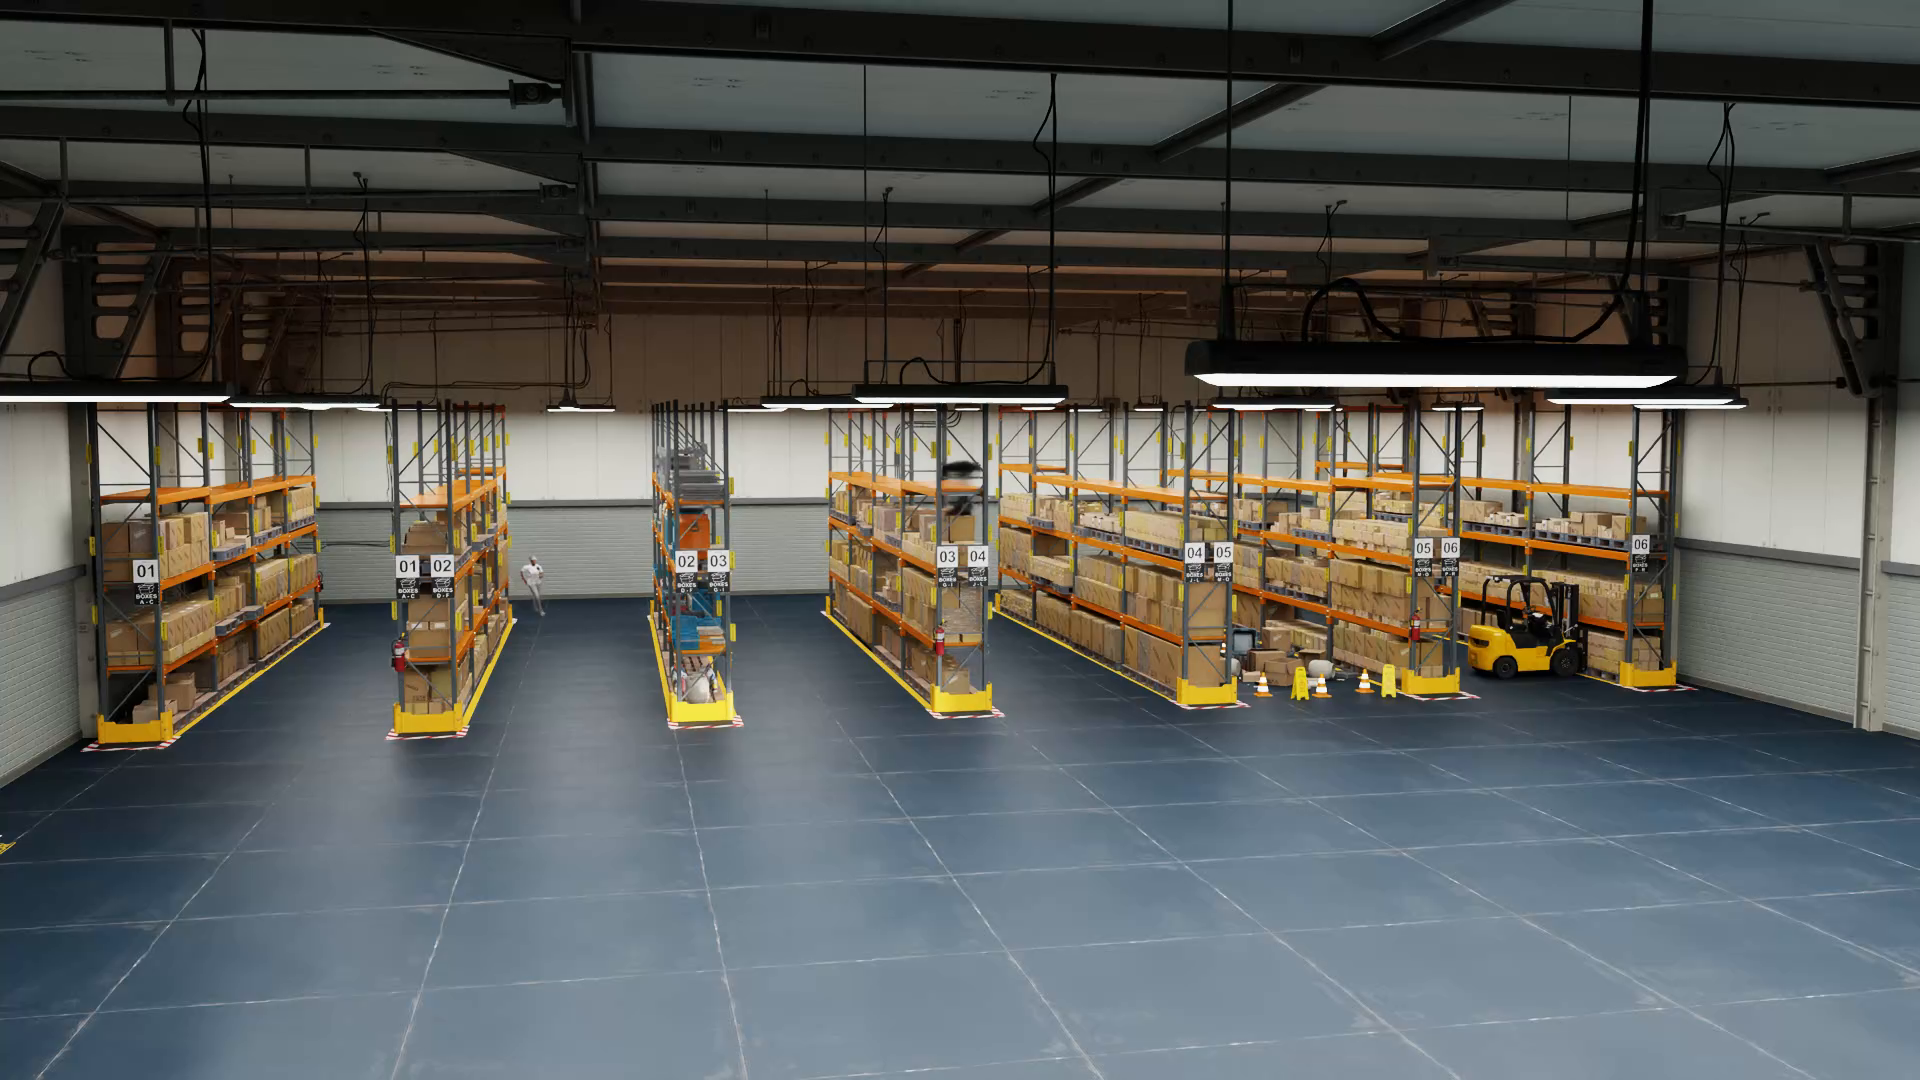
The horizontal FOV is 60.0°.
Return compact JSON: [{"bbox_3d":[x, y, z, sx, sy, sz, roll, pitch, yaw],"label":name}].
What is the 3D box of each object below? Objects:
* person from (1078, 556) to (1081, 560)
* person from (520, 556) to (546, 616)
[{"bbox_3d":[3.672,1.266,48.781,0.869,1.584,0.534,3,5,34],"label":"person"},{"bbox_3d":[-12.208,1.299,47.606,0.616,1.727,0.802,-4,6,-42],"label":"person"}]
